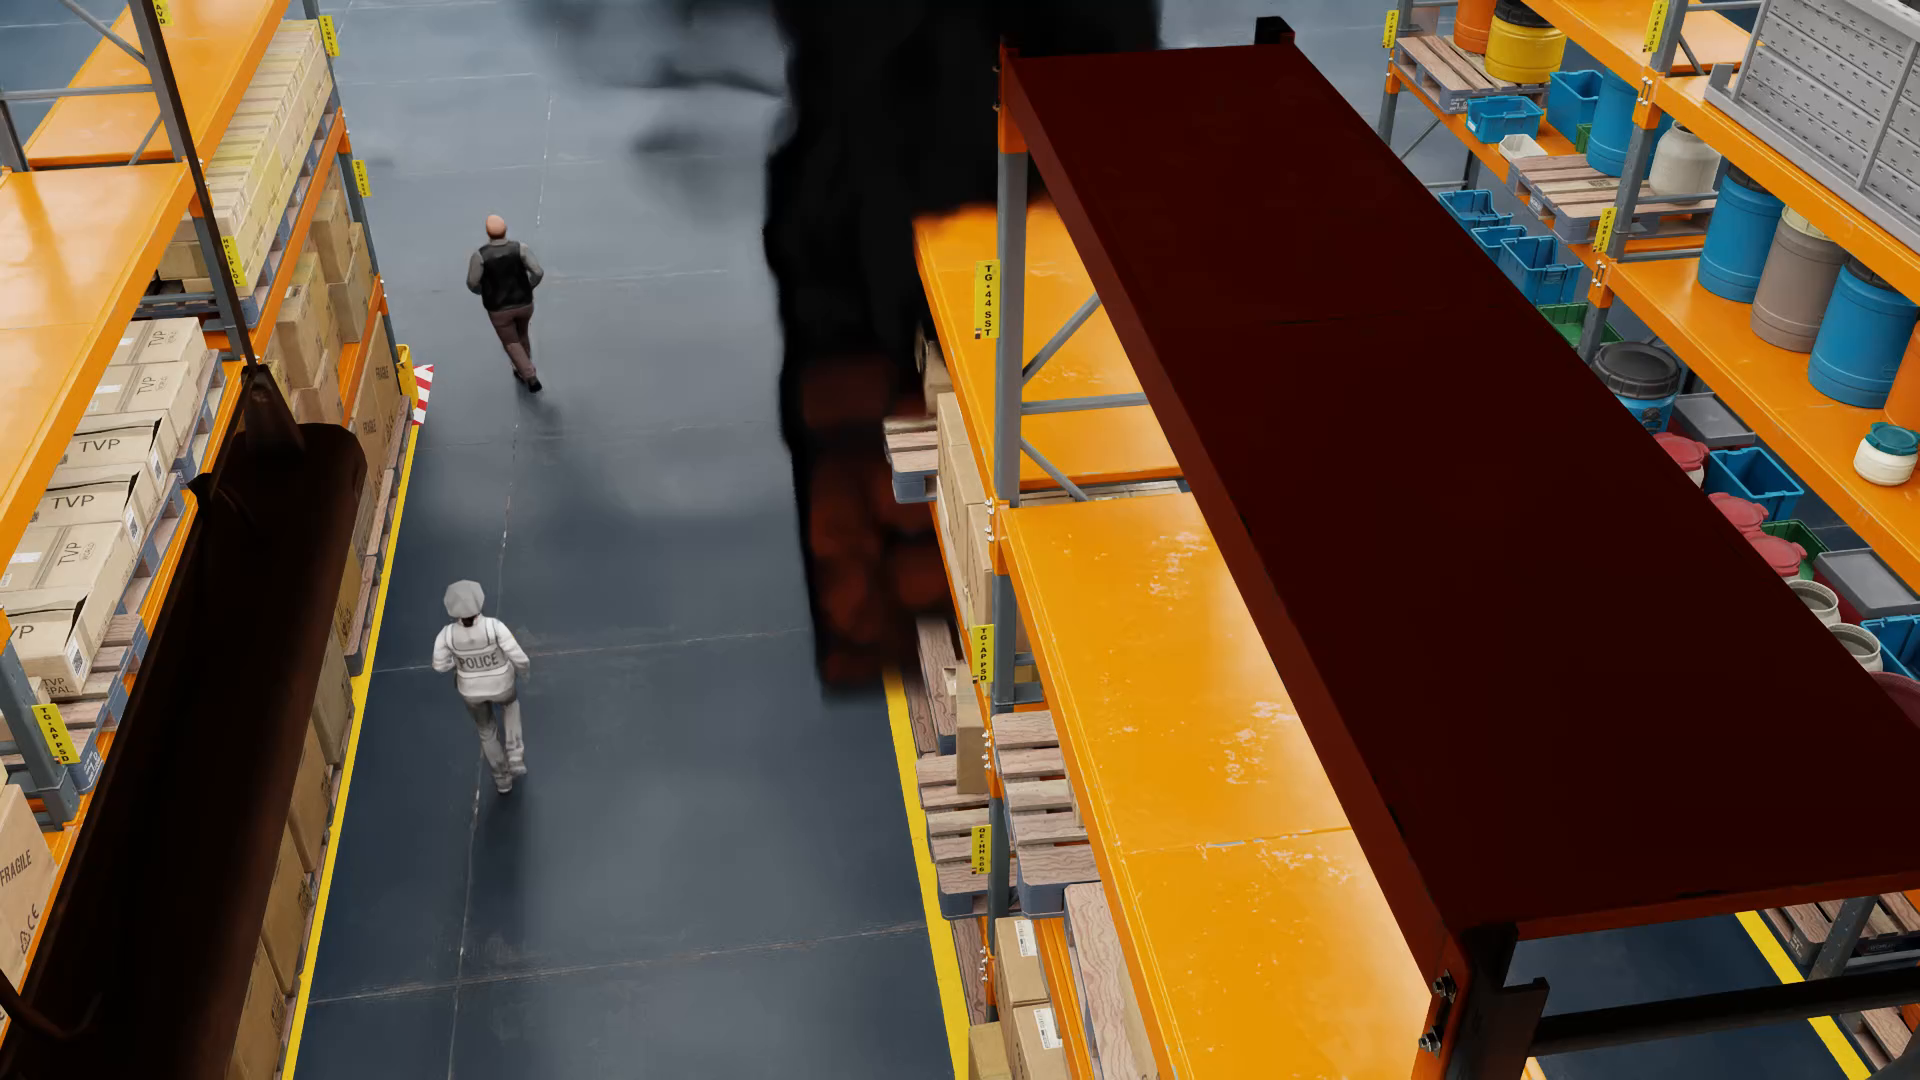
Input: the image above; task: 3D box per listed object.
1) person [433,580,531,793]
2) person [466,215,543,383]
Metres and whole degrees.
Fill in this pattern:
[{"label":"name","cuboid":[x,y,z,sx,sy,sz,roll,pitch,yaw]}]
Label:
[{"label":"person","cuboid":[-3.074,0.908,10.824,0.615,1.658,0.541,-8,37,-10]},{"label":"person","cuboid":[-3.971,-2.049,14.732,0.663,1.652,0.674,-19,40,-24]}]
